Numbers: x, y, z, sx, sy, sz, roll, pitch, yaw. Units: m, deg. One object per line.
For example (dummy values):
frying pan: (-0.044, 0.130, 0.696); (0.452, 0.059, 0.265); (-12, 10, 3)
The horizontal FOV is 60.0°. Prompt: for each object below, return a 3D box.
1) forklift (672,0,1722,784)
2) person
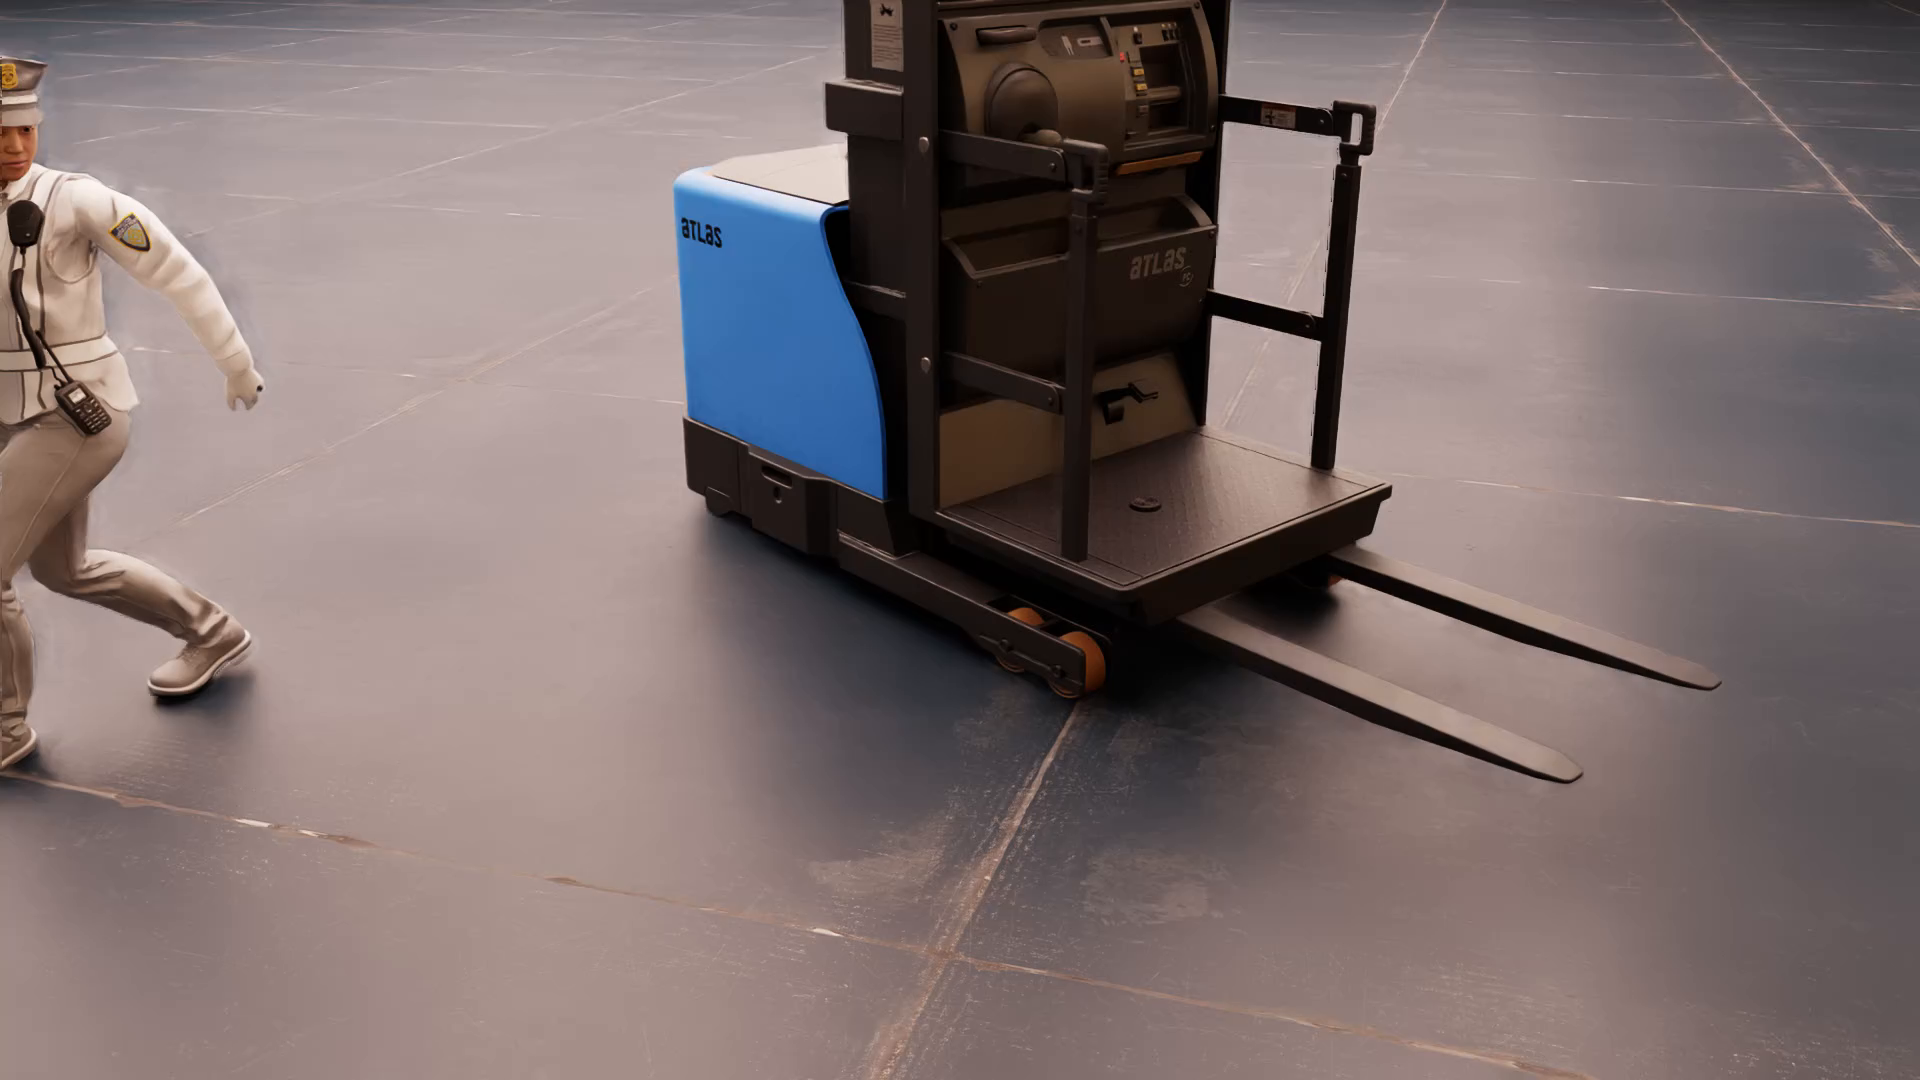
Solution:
forklift: (0.472, -1.177, 4.129); (1.130, 2.935, 3.031); (-19, 29, -38)
person: (-2.060, -0.265, 3.746); (0.506, 1.602, 0.884); (15, 27, 33)
